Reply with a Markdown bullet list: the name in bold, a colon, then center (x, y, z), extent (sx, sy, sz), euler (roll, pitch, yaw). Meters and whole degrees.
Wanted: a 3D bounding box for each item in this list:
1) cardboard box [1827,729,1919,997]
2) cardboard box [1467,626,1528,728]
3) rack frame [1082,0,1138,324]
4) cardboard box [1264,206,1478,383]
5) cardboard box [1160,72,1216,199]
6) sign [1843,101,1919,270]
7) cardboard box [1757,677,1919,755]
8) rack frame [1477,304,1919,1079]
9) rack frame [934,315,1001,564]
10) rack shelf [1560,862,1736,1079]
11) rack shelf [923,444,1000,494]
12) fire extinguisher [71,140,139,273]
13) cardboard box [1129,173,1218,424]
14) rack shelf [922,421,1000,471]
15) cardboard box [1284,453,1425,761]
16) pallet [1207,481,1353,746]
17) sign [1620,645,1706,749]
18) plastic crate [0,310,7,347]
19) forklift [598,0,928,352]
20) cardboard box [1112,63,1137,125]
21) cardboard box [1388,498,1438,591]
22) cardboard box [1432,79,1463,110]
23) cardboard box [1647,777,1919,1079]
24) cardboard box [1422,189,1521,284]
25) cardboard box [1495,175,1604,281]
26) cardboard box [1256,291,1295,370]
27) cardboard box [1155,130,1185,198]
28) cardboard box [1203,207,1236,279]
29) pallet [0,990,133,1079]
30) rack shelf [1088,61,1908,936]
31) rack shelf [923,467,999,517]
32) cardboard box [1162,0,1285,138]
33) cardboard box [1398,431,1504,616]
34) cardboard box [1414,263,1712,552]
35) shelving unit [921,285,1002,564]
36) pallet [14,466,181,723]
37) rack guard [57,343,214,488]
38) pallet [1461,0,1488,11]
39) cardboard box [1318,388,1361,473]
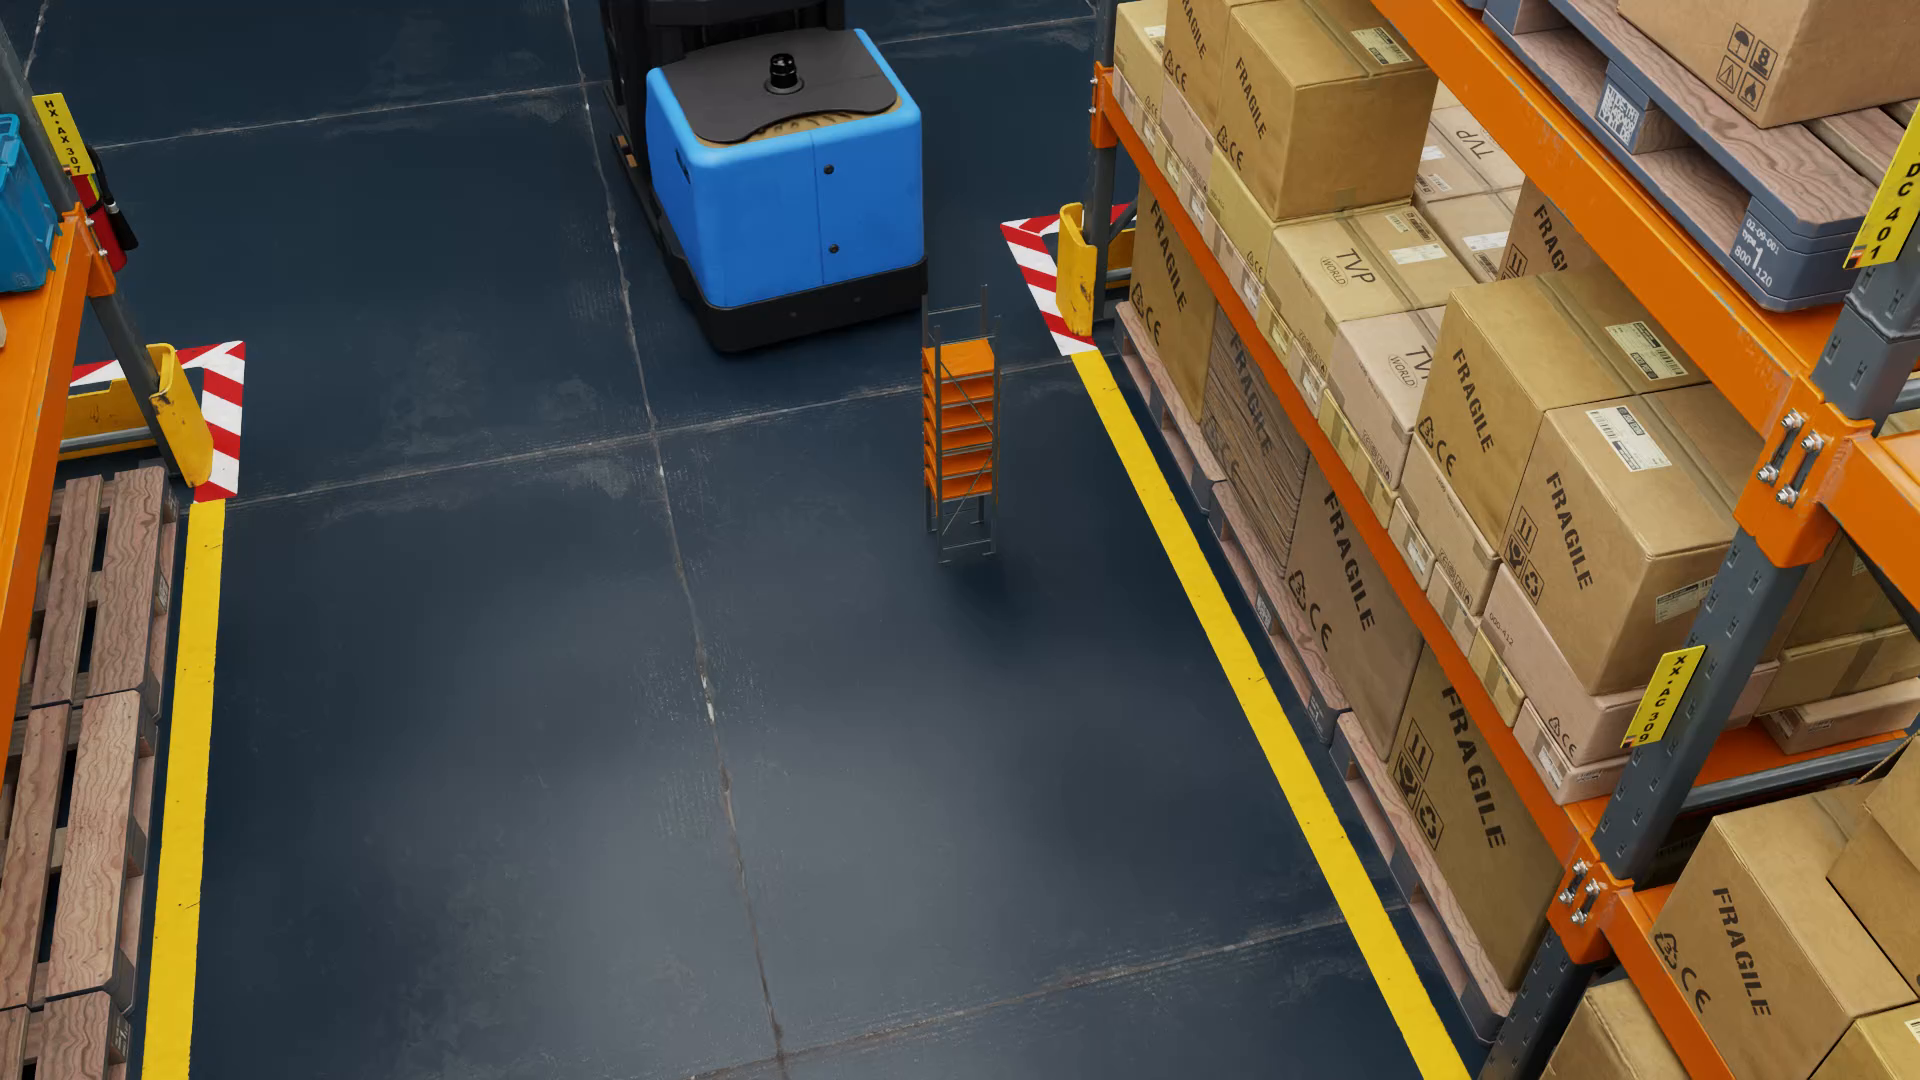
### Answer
- **cardboard box**: center (2.247, 0.629, 3.261), extent (0.797, 0.503, 0.637), euler (-12, 47, -11)
- **cardboard box**: center (1.614, 0.335, 4.497), extent (0.380, 0.149, 0.250), euler (-10, 46, -10)
- **rack frame**: center (1.051, -2.186, 6.792), extent (1.000, 3.000, 0.127), euler (-11, 47, -10)
- **cardboard box**: center (1.316, -0.792, 5.323), extent (0.500, 0.250, 0.500), euler (-12, 47, -11)
- **cardboard box**: center (1.052, -1.499, 6.015), extent (0.500, 0.250, 0.500), euler (-11, 47, -11)
- **sign**: center (1.539, -0.580, 2.701), extent (0.100, 0.325, 0.005), euler (-11, 47, -10)
- **cardboard box**: center (2.321, 0.399, 4.435), extent (0.380, 0.149, 0.250), euler (-11, 47, -10)
- **rack frame**: center (2.075, 0.576, 4.085), extent (1.000, 3.000, 0.127), euler (-11, 47, -10)
- **rack frame**: center (0.027, -0.347, 6.250), extent (0.240, 1.200, 0.006), euler (-11, 47, -10)
- **rack shelf**: center (2.587, 2.209, 2.989), extent (1.077, 0.370, 4.000), euler (-11, 47, -10)
- **rack shelf**: center (0.004, -0.295, 6.429), extent (0.258, 0.103, 0.180), euler (-11, 47, -10)
- **fire extinguisher**: center (-3.336, -1.310, 6.249), extent (0.296, 0.674, 0.183), euler (-11, 47, -10)
- **cardboard box**: center (1.292, -1.162, 6.982), extent (0.875, 0.875, 0.875), euler (-11, 47, -10)
- **rack shelf**: center (0.004, -0.379, 6.343), extent (0.258, 0.103, 0.180), euler (-11, 47, -10)
- **cardboard box**: center (1.753, 0.081, 5.764), extent (0.875, 0.875, 0.875), euler (-11, 47, -10)
- **pallet**: center (1.640, 0.169, 6.437), extent (1.003, 0.211, 1.213), euler (-11, 47, -10)
- **sign**: center (1.539, 0.348, 3.647), extent (0.100, 0.325, 0.005), euler (-11, 47, -10)
- **plastic crate**: center (-3.353, -0.679, 5.458), extent (0.396, 0.136, 0.243), euler (-11, 47, -10)
- **forklift**: center (-1.162, -2.940, 7.579), extent (1.130, 2.935, 3.031), euler (-16, 48, -15)
- **cardboard box**: center (0.823, -1.792, 6.582), extent (0.380, 0.149, 0.250), euler (-10, 46, -10)
- **cardboard box**: center (1.483, -0.019, 4.845), extent (0.380, 0.149, 0.250), euler (-10, 46, -10)
- **cardboard box**: center (1.561, -1.601, 6.115), extent (0.500, 0.250, 0.500), euler (-11, 47, -11)
- **cardboard box**: center (1.951, 0.904, 3.694), extent (0.500, 0.500, 0.500), euler (-11, 47, -10)
- **cardboard box**: center (1.829, -0.891, 5.419), extent (0.500, 0.250, 0.500), euler (-11, 47, -10)
- **cardboard box**: center (1.943, -0.815, 4.821), extent (0.500, 0.500, 0.500), euler (-12, 47, -12)
- **cardboard box**: center (1.218, -0.731, 5.542), extent (0.380, 0.149, 0.250), euler (-12, 47, -11)
- **cardboard box**: center (0.956, -1.439, 6.236), extent (0.380, 0.149, 0.250), euler (-12, 47, -11)
- **cardboard box**: center (1.088, -1.083, 5.887), extent (0.380, 0.149, 0.250), euler (-12, 47, -11)
- **pallet**: center (-2.939, 1.957, 4.684), extent (1.003, 0.211, 1.213), euler (-11, 47, -10)
- **rack shelf**: center (1.563, -0.553, 5.695), extent (1.077, 0.370, 4.000), euler (-11, 47, -10)
- **rack shelf**: center (0.004, -0.211, 6.515), extent (0.258, 0.103, 0.180), euler (-11, 47, -10)
- **cardboard box**: center (1.041, -1.774, 5.760), extent (0.500, 0.500, 0.500), euler (-12, 47, -11)
- **cardboard box**: center (1.574, -0.089, 4.634), extent (0.500, 0.250, 0.500), euler (-9, 46, -9)
- **cardboard box**: center (1.575, -0.353, 4.368), extent (0.500, 0.500, 0.500), euler (-10, 46, -10)
- **shelving unit**: center (0.004, -0.410, 6.312), extent (0.258, 1.200, 0.189), euler (-11, 47, -10)
- **pallet**: center (-3.563, 0.272, 6.335), extent (1.003, 0.211, 1.213), euler (-11, 47, -10)
- **rack guard**: center (-3.756, -0.419, 6.811), extent (1.175, 0.500, 0.348), euler (-11, 47, -10)
- **pallet**: center (1.567, -1.850, 4.425), extent (1.003, 0.211, 1.213), euler (-11, 47, -10)
- **cardboard box**: center (1.351, -0.374, 5.192), extent (0.380, 0.149, 0.250), euler (-11, 47, -11)
